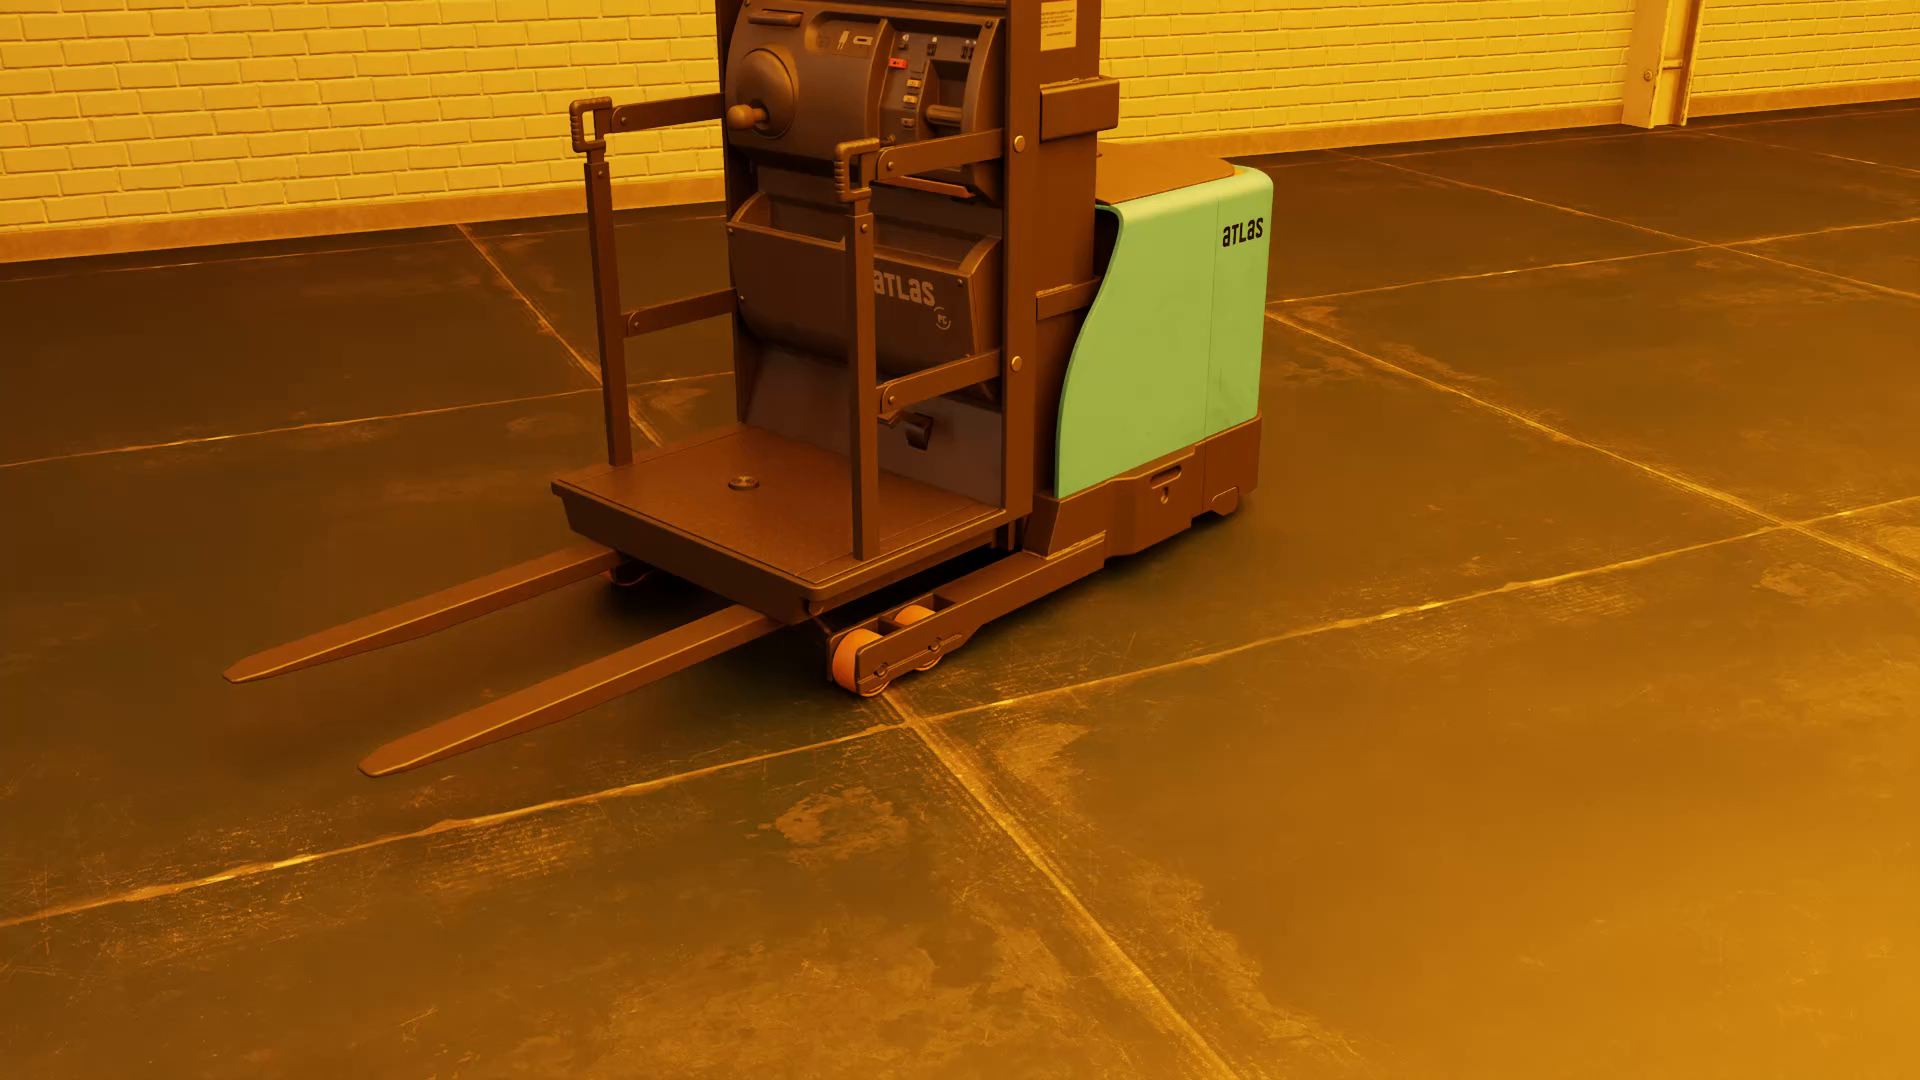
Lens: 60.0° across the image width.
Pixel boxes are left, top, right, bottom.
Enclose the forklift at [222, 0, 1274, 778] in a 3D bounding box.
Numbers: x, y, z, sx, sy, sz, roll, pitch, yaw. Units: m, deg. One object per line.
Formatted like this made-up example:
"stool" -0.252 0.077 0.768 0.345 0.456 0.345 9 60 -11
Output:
"forklift" -0.413 -1.182 4.131 1.130 2.935 3.031 19 29 39
